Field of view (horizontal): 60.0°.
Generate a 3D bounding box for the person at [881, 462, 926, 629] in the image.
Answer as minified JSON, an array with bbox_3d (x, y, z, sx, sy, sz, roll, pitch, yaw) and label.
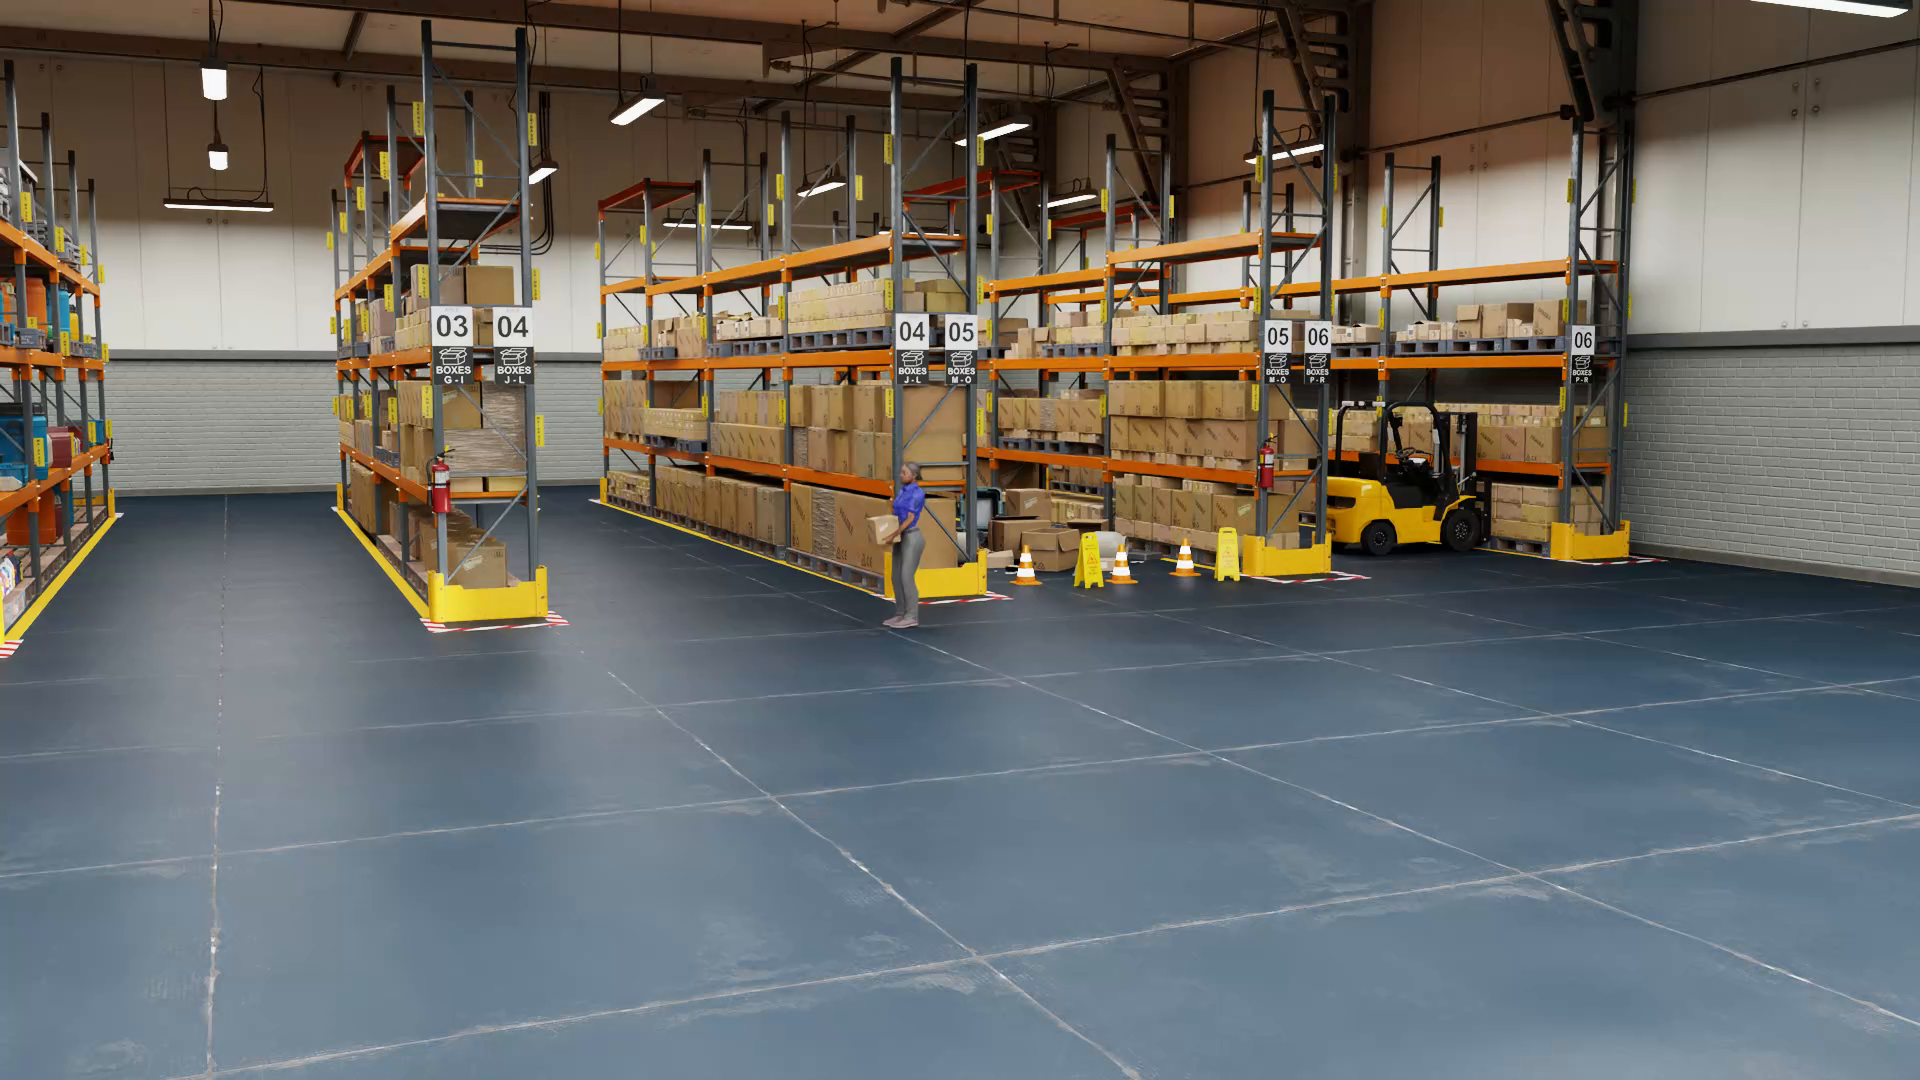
[{"bbox_3d":[-0.603,0.047,16.593,0.501,1.656,0.441,-2,6,-24],"label":"person"}]
